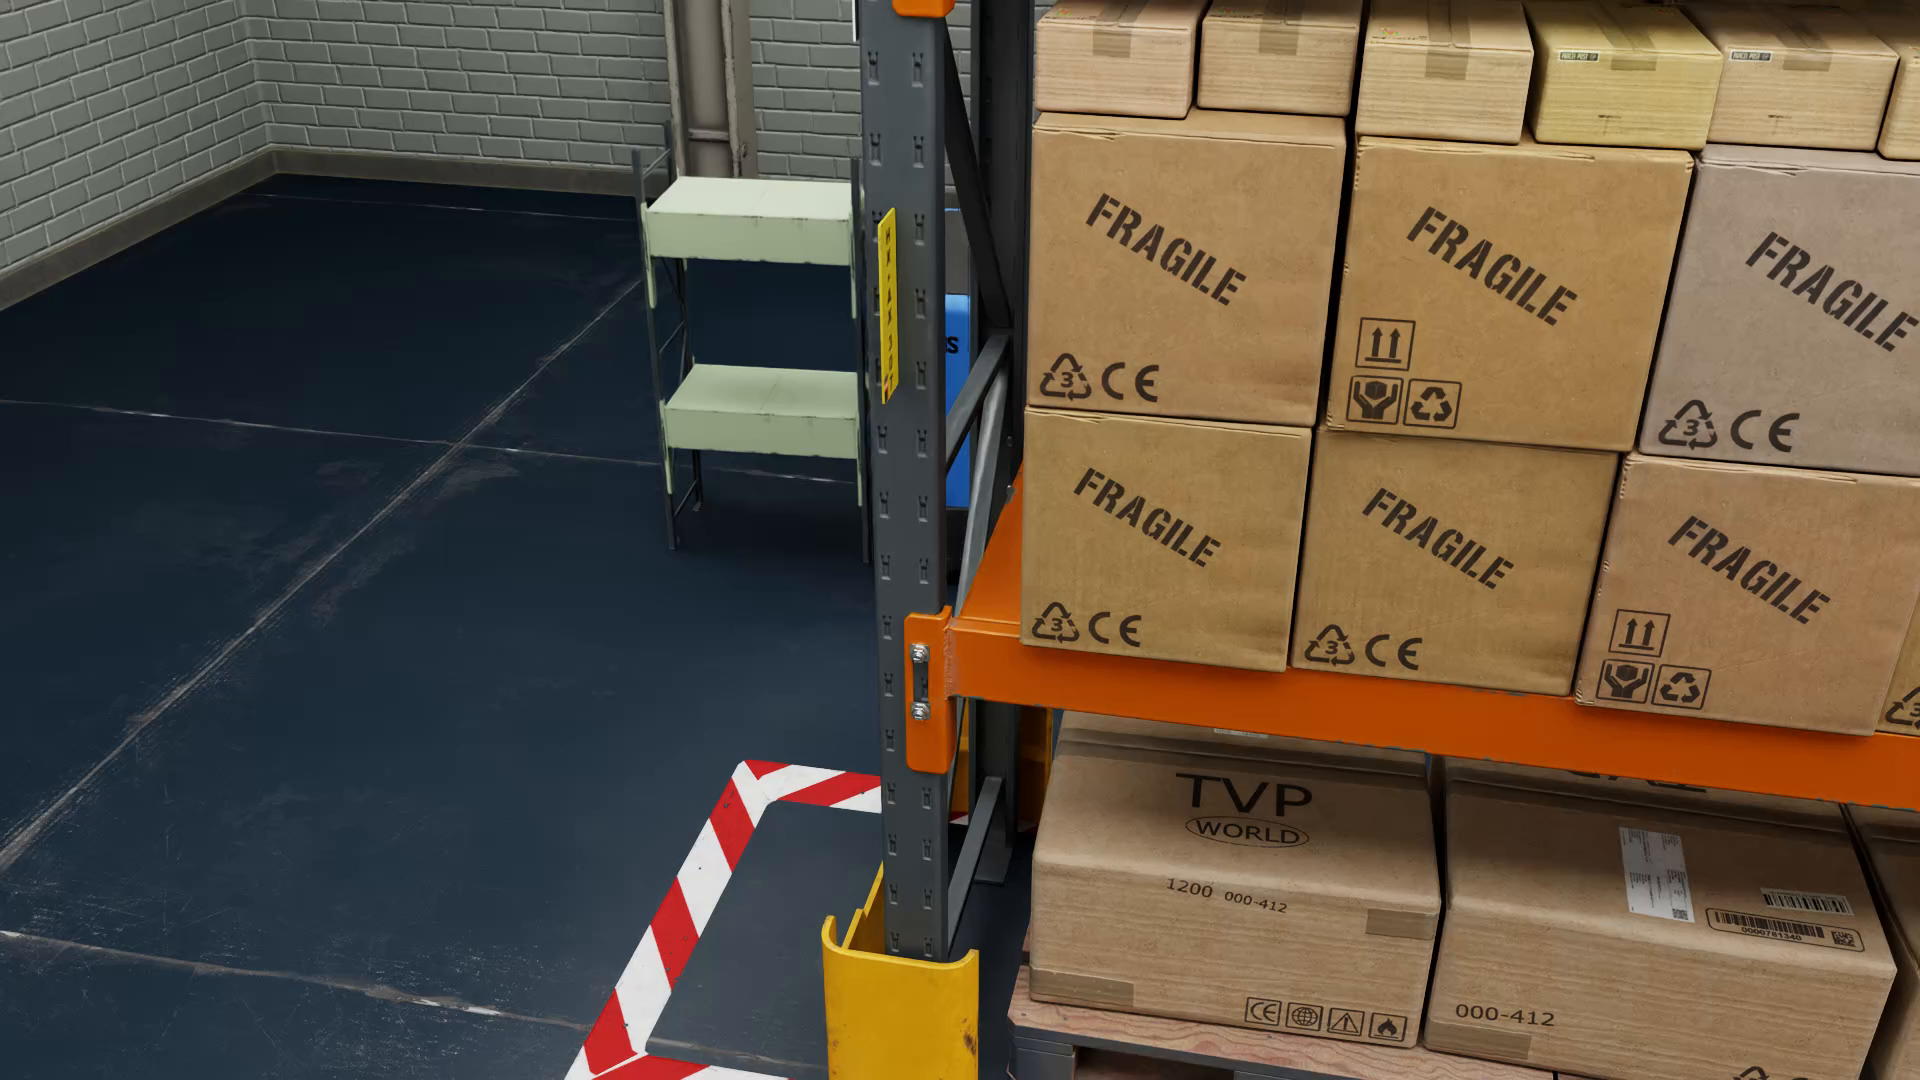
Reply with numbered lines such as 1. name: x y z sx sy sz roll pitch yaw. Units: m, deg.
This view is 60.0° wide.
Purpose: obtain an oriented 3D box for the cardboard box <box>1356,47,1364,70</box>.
1. cardboard box: 1.037 -0.755 3.361 0.500 0.500 0.500 6 29 11

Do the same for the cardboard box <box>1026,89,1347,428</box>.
1. cardboard box: 0.408 -0.549 2.983 0.500 0.500 0.500 5 29 9

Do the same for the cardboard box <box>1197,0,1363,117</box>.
1. cardboard box: 0.559 -0.856 2.870 0.250 0.149 0.380 7 29 12

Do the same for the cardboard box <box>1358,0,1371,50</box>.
1. cardboard box: 0.914 -1.072 3.265 0.250 0.149 0.380 6 29 10

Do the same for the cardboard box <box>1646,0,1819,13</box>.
1. cardboard box: 1.393 -0.968 3.074 0.250 0.149 0.380 6 29 10

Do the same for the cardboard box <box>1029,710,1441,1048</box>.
1. cardboard box: 0.665 0.711 4.059 0.875 0.438 0.875 5 29 9

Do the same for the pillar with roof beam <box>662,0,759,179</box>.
1. pillar with roof beam: -2.316 -3.883 3.972 0.400 9.000 9.100 6 29 11

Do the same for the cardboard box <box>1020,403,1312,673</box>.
1. cardboard box: 0.408 -0.109 3.221 0.500 0.500 0.500 6 29 10

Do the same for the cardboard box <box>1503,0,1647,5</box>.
1. cardboard box: 1.152 -1.028 3.183 0.250 0.149 0.380 7 29 12

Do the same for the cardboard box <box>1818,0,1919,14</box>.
1. cardboard box: 1.650 -0.971 3.079 0.250 0.149 0.380 7 29 12

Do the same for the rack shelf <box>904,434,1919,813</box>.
1. rack shelf: 1.954 0.268 3.386 4.000 0.370 1.077 6 29 11

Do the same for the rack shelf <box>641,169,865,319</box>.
1. rack shelf: -0.680 -1.033 5.762 0.720 0.370 0.431 4 29 7

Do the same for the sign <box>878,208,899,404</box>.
1. sign: -0.124 -0.402 2.878 0.005 0.325 0.100 6 29 11

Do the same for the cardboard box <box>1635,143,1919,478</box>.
1. cardboard box: 1.420 -0.452 2.807 0.500 0.500 0.500 6 29 10

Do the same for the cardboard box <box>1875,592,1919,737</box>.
1. cardboard box: 1.895 0.031 2.966 0.500 0.500 0.500 7 29 12

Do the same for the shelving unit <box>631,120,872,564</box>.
1. shelving unit: -0.680 -0.690 5.949 0.755 1.500 0.431 4 29 7

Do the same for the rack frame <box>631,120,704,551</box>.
1. rack frame: -1.043 -0.714 5.992 0.023 1.500 0.400 4 29 7

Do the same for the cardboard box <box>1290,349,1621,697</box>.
1. cardboard box: 0.908 -0.071 3.152 0.500 0.500 0.500 5 29 10

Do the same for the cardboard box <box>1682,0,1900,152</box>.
1. cardboard box: 1.318 -0.757 2.689 0.250 0.149 0.380 6 29 11

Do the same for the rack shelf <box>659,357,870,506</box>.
1. rack shelf: -0.680 -0.404 6.106 0.720 0.370 0.431 4 29 7

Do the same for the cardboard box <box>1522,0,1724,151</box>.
1. cardboard box: 1.050 -0.759 2.691 0.250 0.149 0.380 5 29 9

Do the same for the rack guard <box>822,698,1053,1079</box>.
1. rack guard: -0.025 0.846 4.184 0.348 0.500 1.175 6 29 11

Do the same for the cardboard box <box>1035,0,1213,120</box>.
1. cardboard box: 0.288 -0.849 2.857 0.250 0.149 0.380 6 29 12

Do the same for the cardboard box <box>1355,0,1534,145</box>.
1. cardboard box: 0.789 -0.777 2.724 0.250 0.149 0.380 7 29 12

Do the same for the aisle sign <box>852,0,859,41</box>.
1. aisle sign: -0.133 -1.259 2.720 0.004 0.787 0.394 6 29 11

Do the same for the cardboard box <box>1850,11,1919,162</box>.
1. cardboard box: 1.553 -0.712 2.607 0.250 0.149 0.380 6 29 11

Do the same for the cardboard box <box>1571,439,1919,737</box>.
1. cardboard box: 1.402 -0.012 3.044 0.500 0.500 0.500 6 29 10

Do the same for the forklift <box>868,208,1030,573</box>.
1. forklift: 1.233 -1.292 5.558 3.031 2.935 1.130 4 29 7

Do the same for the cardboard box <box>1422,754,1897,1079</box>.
1. cardboard box: 1.561 0.799 3.898 0.875 0.438 0.875 7 29 12

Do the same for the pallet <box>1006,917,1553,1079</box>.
1. pallet: 0.797 1.019 4.170 1.213 0.211 1.003 6 29 11

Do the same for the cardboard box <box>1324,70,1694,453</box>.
1. cardboard box: 0.915 -0.500 2.894 0.500 0.500 0.500 5 29 9

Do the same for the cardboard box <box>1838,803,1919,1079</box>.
1. cardboard box: 2.443 0.890 3.732 0.875 0.438 0.875 5 29 9

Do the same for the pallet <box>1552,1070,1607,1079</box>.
1. pallet: 1.986 1.142 3.944 1.213 0.211 1.003 6 29 11

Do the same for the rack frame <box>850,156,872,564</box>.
1. rack frame: -0.318 -0.667 5.906 0.023 1.500 0.400 4 29 7

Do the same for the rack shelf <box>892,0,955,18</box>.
1. rack shelf: 1.954 -1.048 2.665 4.000 0.370 1.077 6 29 11

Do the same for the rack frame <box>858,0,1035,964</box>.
1. rack frame: -0.002 -0.248 3.579 0.127 3.000 1.000 6 29 11
